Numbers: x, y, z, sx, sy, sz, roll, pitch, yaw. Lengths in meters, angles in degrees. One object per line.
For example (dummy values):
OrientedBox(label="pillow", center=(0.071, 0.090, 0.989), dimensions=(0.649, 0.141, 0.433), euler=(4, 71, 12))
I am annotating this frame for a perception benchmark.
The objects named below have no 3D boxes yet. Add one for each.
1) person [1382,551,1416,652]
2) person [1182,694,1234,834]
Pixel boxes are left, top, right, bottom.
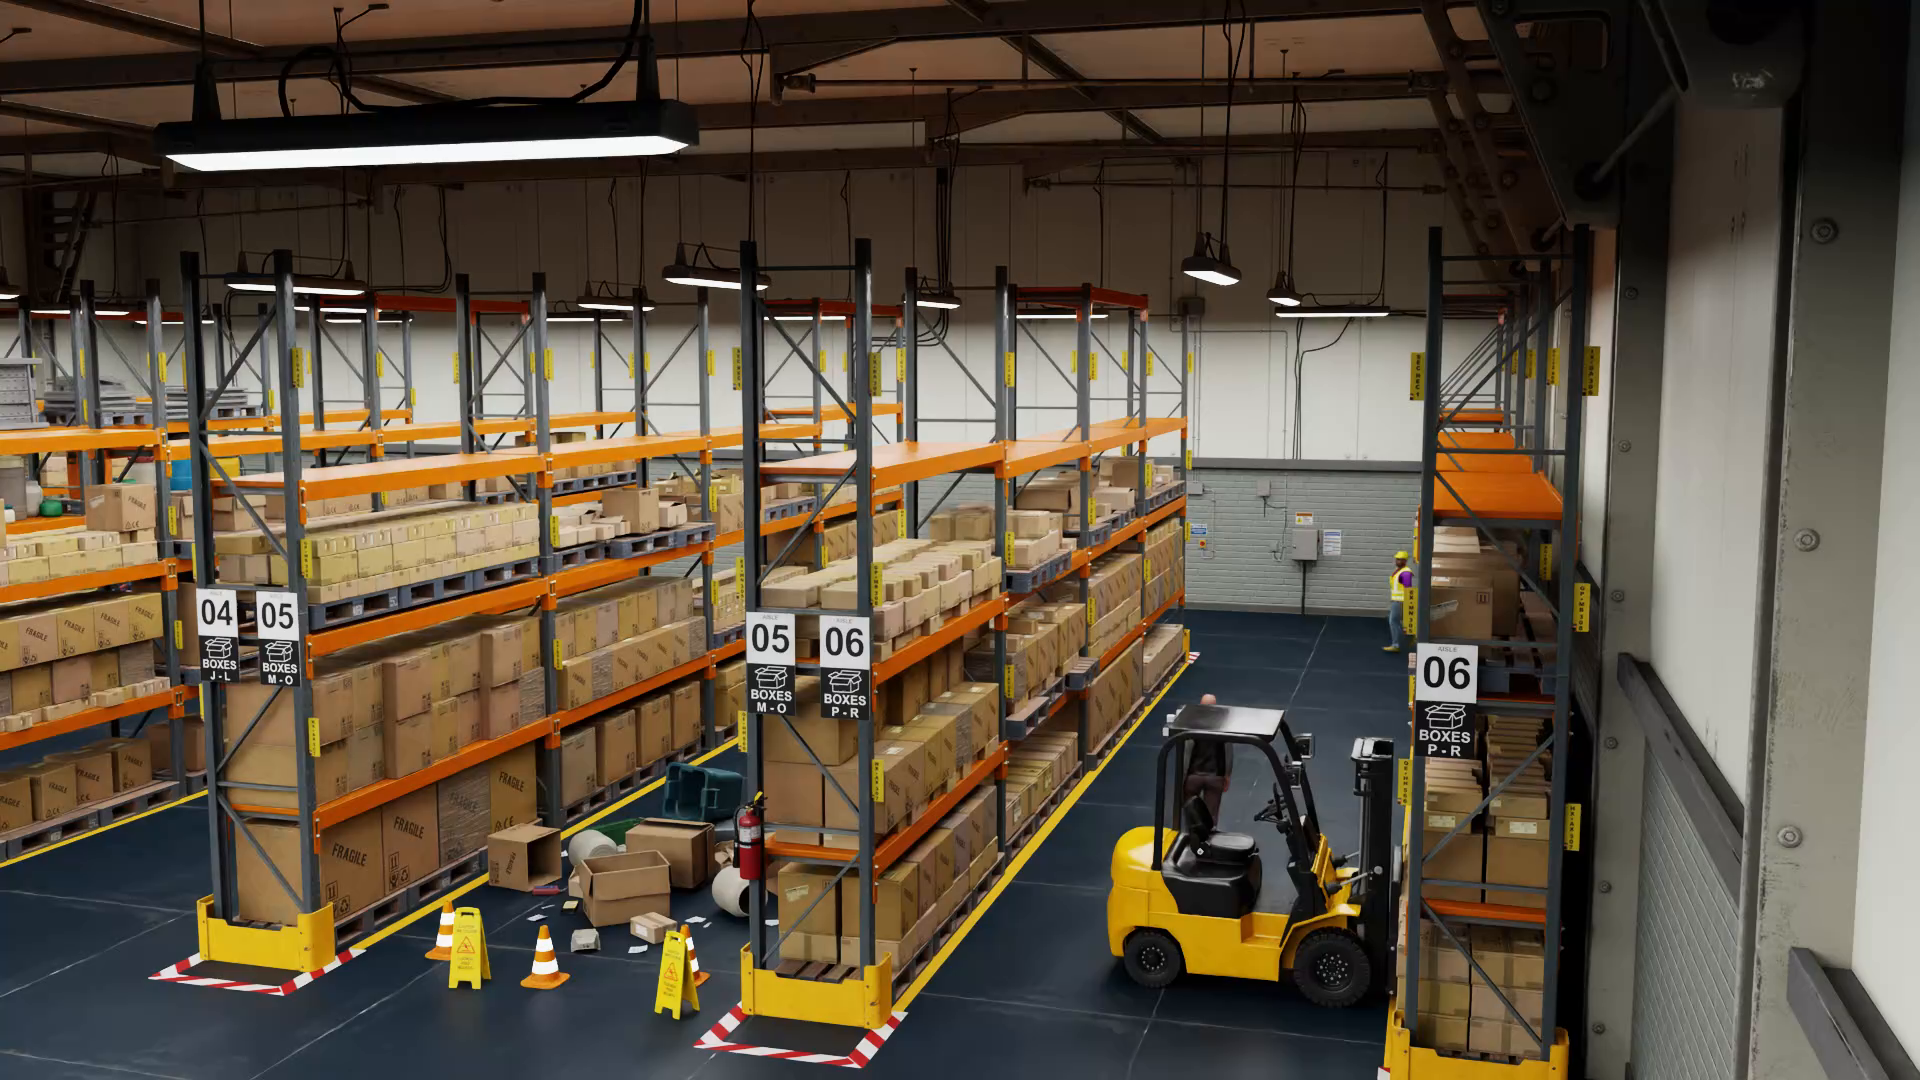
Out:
OrientedBox(label="person", center=(7.665, 1.057, 28.807), dimensions=(0.636, 1.758, 0.577), euler=(1, 7, 12))
OrientedBox(label="person", center=(2.498, 2.441, 16.861), dimensions=(0.558, 1.737, 0.555), euler=(0, 6, 3))
